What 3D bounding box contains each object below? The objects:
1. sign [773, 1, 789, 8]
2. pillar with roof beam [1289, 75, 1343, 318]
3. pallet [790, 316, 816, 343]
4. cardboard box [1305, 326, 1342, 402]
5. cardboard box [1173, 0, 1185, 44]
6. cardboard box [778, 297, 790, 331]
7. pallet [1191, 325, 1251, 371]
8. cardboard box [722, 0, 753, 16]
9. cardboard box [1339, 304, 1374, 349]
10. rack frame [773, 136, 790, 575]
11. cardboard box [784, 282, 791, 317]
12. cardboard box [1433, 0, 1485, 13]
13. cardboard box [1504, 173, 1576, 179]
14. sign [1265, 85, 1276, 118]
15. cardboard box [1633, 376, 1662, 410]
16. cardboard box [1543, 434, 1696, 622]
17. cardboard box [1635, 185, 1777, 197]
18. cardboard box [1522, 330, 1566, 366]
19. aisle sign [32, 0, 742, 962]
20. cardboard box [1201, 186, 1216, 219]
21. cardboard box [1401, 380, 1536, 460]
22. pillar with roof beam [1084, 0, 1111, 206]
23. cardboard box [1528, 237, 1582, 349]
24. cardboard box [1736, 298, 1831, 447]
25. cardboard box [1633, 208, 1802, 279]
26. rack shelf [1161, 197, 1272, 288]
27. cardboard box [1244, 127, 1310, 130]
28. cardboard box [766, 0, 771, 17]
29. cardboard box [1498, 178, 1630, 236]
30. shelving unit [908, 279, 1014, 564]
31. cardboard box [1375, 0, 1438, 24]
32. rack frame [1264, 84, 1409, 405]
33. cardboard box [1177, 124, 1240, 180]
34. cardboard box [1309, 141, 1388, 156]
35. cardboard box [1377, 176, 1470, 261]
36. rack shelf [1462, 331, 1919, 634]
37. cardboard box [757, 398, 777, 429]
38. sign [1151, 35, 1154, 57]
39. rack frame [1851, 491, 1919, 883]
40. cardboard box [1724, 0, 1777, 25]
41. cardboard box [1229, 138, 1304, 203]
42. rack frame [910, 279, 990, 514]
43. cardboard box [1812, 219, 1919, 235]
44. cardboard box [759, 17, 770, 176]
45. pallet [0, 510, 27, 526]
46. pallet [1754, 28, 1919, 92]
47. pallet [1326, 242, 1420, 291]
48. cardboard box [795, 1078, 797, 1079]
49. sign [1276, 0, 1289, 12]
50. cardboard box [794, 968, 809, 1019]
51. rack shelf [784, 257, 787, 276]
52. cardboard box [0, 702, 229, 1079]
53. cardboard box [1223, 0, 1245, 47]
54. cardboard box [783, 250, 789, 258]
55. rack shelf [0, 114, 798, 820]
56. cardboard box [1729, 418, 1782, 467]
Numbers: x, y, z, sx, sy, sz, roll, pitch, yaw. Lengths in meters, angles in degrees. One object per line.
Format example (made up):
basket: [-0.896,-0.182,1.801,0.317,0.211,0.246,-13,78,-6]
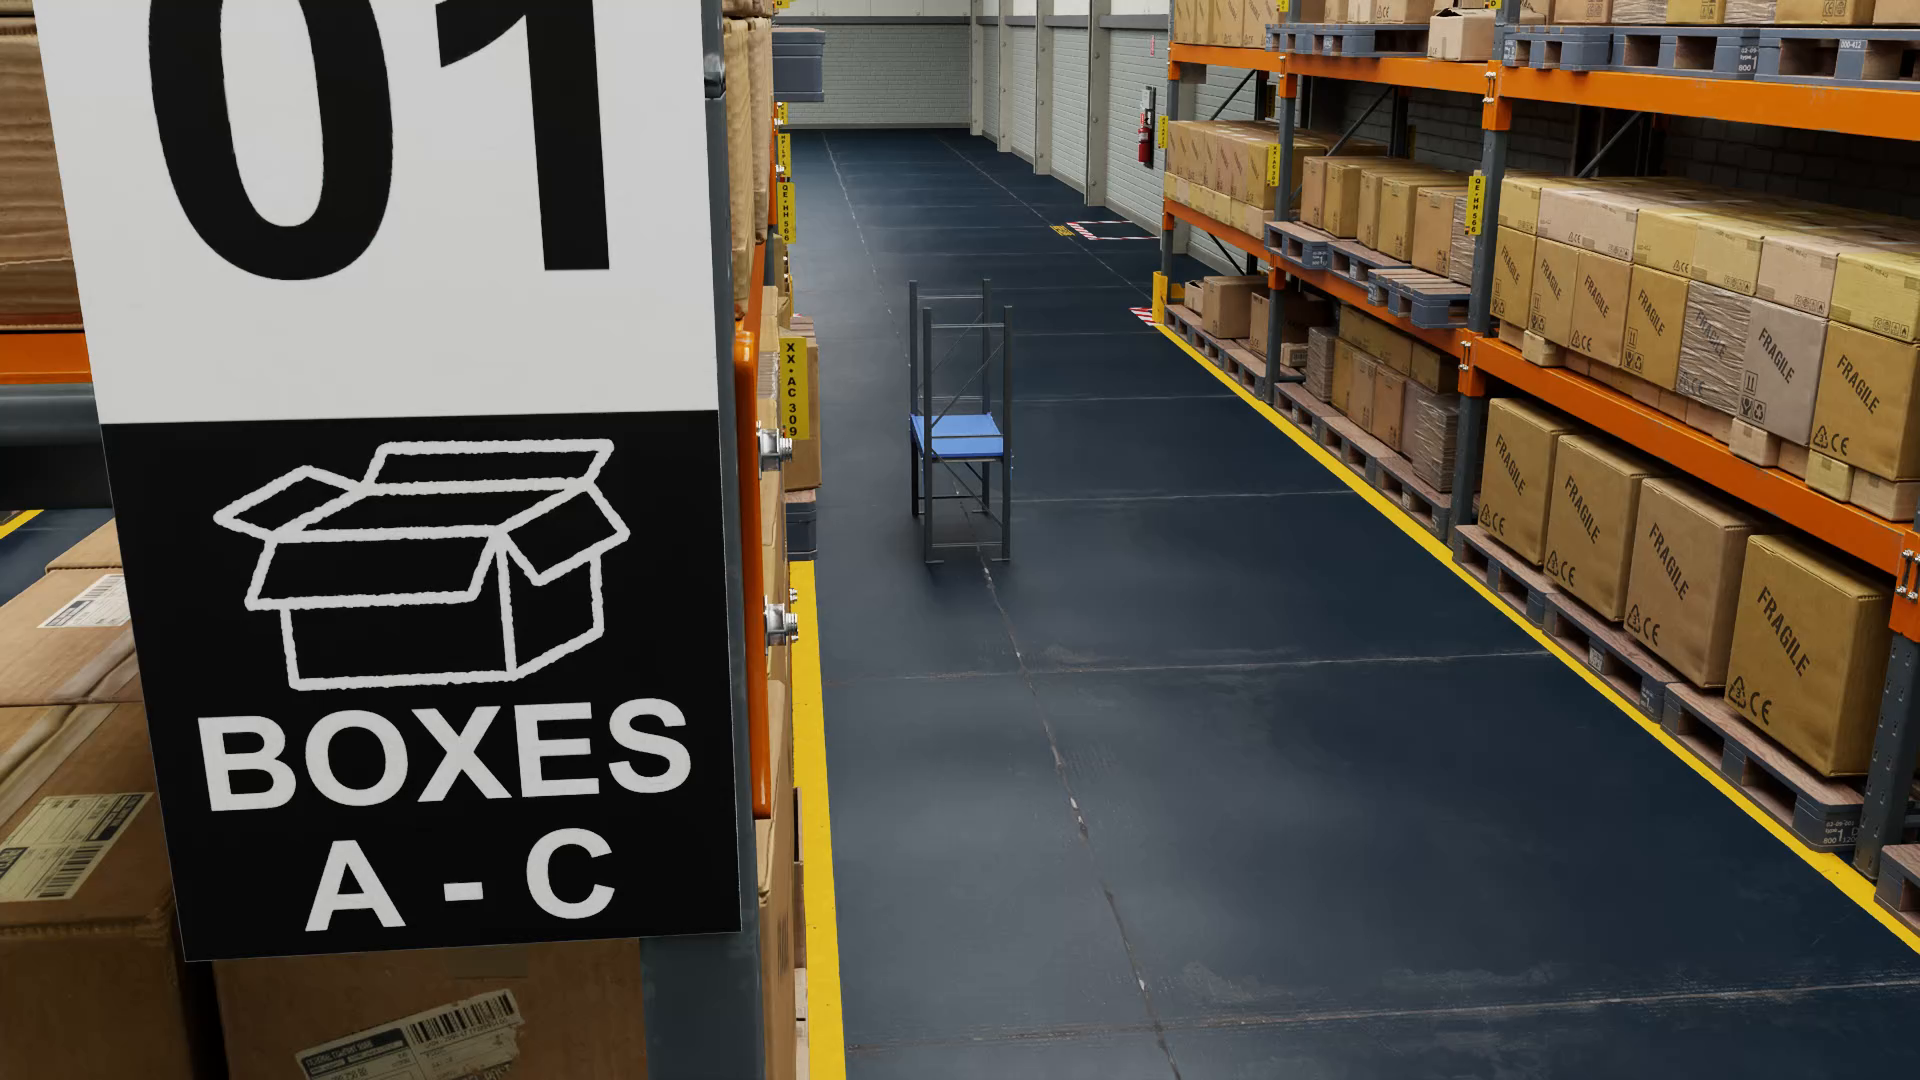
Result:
sign: [-0.941,-2.930,8.631,0.100,0.325,0.005,-2,18,-6]
pillar with roof beam: [-0.729,-6.321,15.288,9.100,9.000,0.400,-2,18,-6]
pallet: [-1.341,-0.945,8.498,1.213,0.211,1.003,-2,18,-6]
cardboard box: [3.126,-1.380,13.005,0.700,0.500,0.500,-1,17,-4]
cardboard box: [2.406,-5.155,16.380,0.500,0.500,0.500,-1,17,-4]
cardboard box: [-1.029,-0.643,6.350,0.700,0.500,0.500,1,17,3]
pallet: [2.800,-1.815,15.605,1.003,0.211,1.213,-2,18,-6]
cardboard box: [-0.450,-0.612,1.525,0.500,0.250,0.500,-2,18,-6]
cardboard box: [3.174,-1.607,12.475,0.500,0.250,0.500,-2,18,-7]
rack frame: [-1.481,-1.236,9.106,1.000,3.000,0.127,-2,18,-6]
cardboard box: [-1.630,-1.822,13.610,0.500,0.500,0.500,-2,18,-6]
cardboard box: [3.404,-3.269,10.369,0.797,0.503,0.637,1,17,2]
cardboard box: [3.380,-2.059,9.743,0.380,0.149,0.250,-4,18,-13]
sign: [3.175,-4.488,17.004,0.100,0.325,0.005,-2,18,-6]
cardboard box: [3.418,-0.718,7.842,0.380,0.149,0.250,-2,18,-5]
cardboard box: [3.475,-0.080,8.313,0.750,0.750,0.750,-2,18,-6]
cardboard box: [3.800,-1.666,8.525,0.500,0.250,0.500,-2,18,-7]
cardboard box: [3.210,-1.017,8.796,0.380,0.149,0.250,-1,17,-4]
aisle sign: [-0.357,-0.082,1.089,0.394,0.787,0.004,-2,18,-6]
cardboard box: [2.519,-3.099,15.259,0.500,0.250,0.500,-2,18,-5]
cardboard box: [3.382,-0.777,11.084,0.700,0.500,0.500,-2,18,-6]
pillar with roof beam: [-1.967,-9.896,26.676,9.100,9.000,0.400,-2,18,-6]
cardboard box: [3.286,-1.280,8.550,0.500,0.500,0.500,-1,17,-4]
cardboard box: [3.498,-0.679,6.635,0.500,0.500,0.500,-2,18,-5]
cardboard box: [3.407,-1.343,7.498,0.500,0.250,0.500,-2,18,-7]
rack shelf: [2.827,-2.834,15.399,1.077,0.370,4.000,-2,18,-6]
cardboard box: [2.980,-3.631,15.701,0.500,0.500,0.500,-2,18,-7]
cardboard box: [-0.700,-1.357,3.899,0.500,0.250,0.500,-2,18,-6]
cardboard box: [3.239,-1.795,8.939,0.500,0.250,0.500,-1,17,-4]
shelving unit: [-0.009,-0.741,10.033,0.538,1.500,1.048,-2,18,-6]
cardboard box: [3.137,-3.728,11.169,0.500,0.500,0.500,-2,18,-8]
rack frame: [3.033,-2.582,13.393,1.000,3.000,0.127,-2,18,-6]
cardboard box: [2.412,-3.770,16.144,0.500,0.500,0.500,-2,18,-5]
cardboard box: [3.192,-3.024,13.767,0.500,0.500,0.500,-2,18,-7]
cardboard box: [3.237,-2.158,11.141,0.700,0.500,0.500,-2,18,-6]
rack shelf: [3.652,-0.451,7.807,1.077,0.370,4.000,-2,18,-6]
cardboard box: [-0.601,0.026,3.249,0.500,0.500,0.500,-2,18,-6]
sign: [2.816,-7.228,24.323,0.001,0.298,0.199,-2,18,-6]
rack frame: [3.858,-0.198,5.801,1.000,3.000,0.127,-2,18,-6]
cardboard box: [3.767,-2.468,7.120,0.700,0.500,0.500,-2,18,-6]
cardboard box: [2.620,-3.157,14.192,0.500,0.500,0.500,-2,18,-6]
rack frame: [-0.061,-0.892,10.516,0.500,1.500,0.032,-2,18,-6]
cardboard box: [3.953,-1.205,7.059,0.500,0.250,0.500,-2,18,-7]
cardboard box: [-0.548,-0.671,2.550,0.500,0.250,0.500,-2,18,-6]
pallet: [-6.572,-0.348,10.934,1.003,0.211,1.213,-2,18,-6]
pallet: [3.715,-1.810,6.246,0.805,0.209,1.217,-2,18,-8]
pallet: [3.201,-1.887,11.500,1.003,0.211,1.213,-2,18,-6]
cardboard box: [-0.440,0.959,1.946,0.500,0.500,0.500,-1,17,-4]
sign: [2.494,-4.241,12.806,0.100,0.325,0.005,-2,18,-6]
cardboard box: [-0.629,1.377,4.808,0.380,0.149,0.250,-2,18,-6]
rack shelf: [-2.100,-2.680,14.908,1.077,0.370,4.000,-2,18,-6]
cardboard box: [-0.975,0.499,1.745,0.500,0.500,0.500,-2,18,-6]
cardboard box: [2.601,-4.528,14.384,0.500,0.500,0.500,-2,18,-8]
cardboard box: [-1.837,-2.418,15.507,0.500,0.500,0.500,-2,18,-6]
rack shelf: [-0.862,-0.536,3.071,1.077,0.370,4.000,-2,18,-6]
cardboard box: [3.425,-0.410,6.861,0.380,0.149,0.250,-2,18,-6]
